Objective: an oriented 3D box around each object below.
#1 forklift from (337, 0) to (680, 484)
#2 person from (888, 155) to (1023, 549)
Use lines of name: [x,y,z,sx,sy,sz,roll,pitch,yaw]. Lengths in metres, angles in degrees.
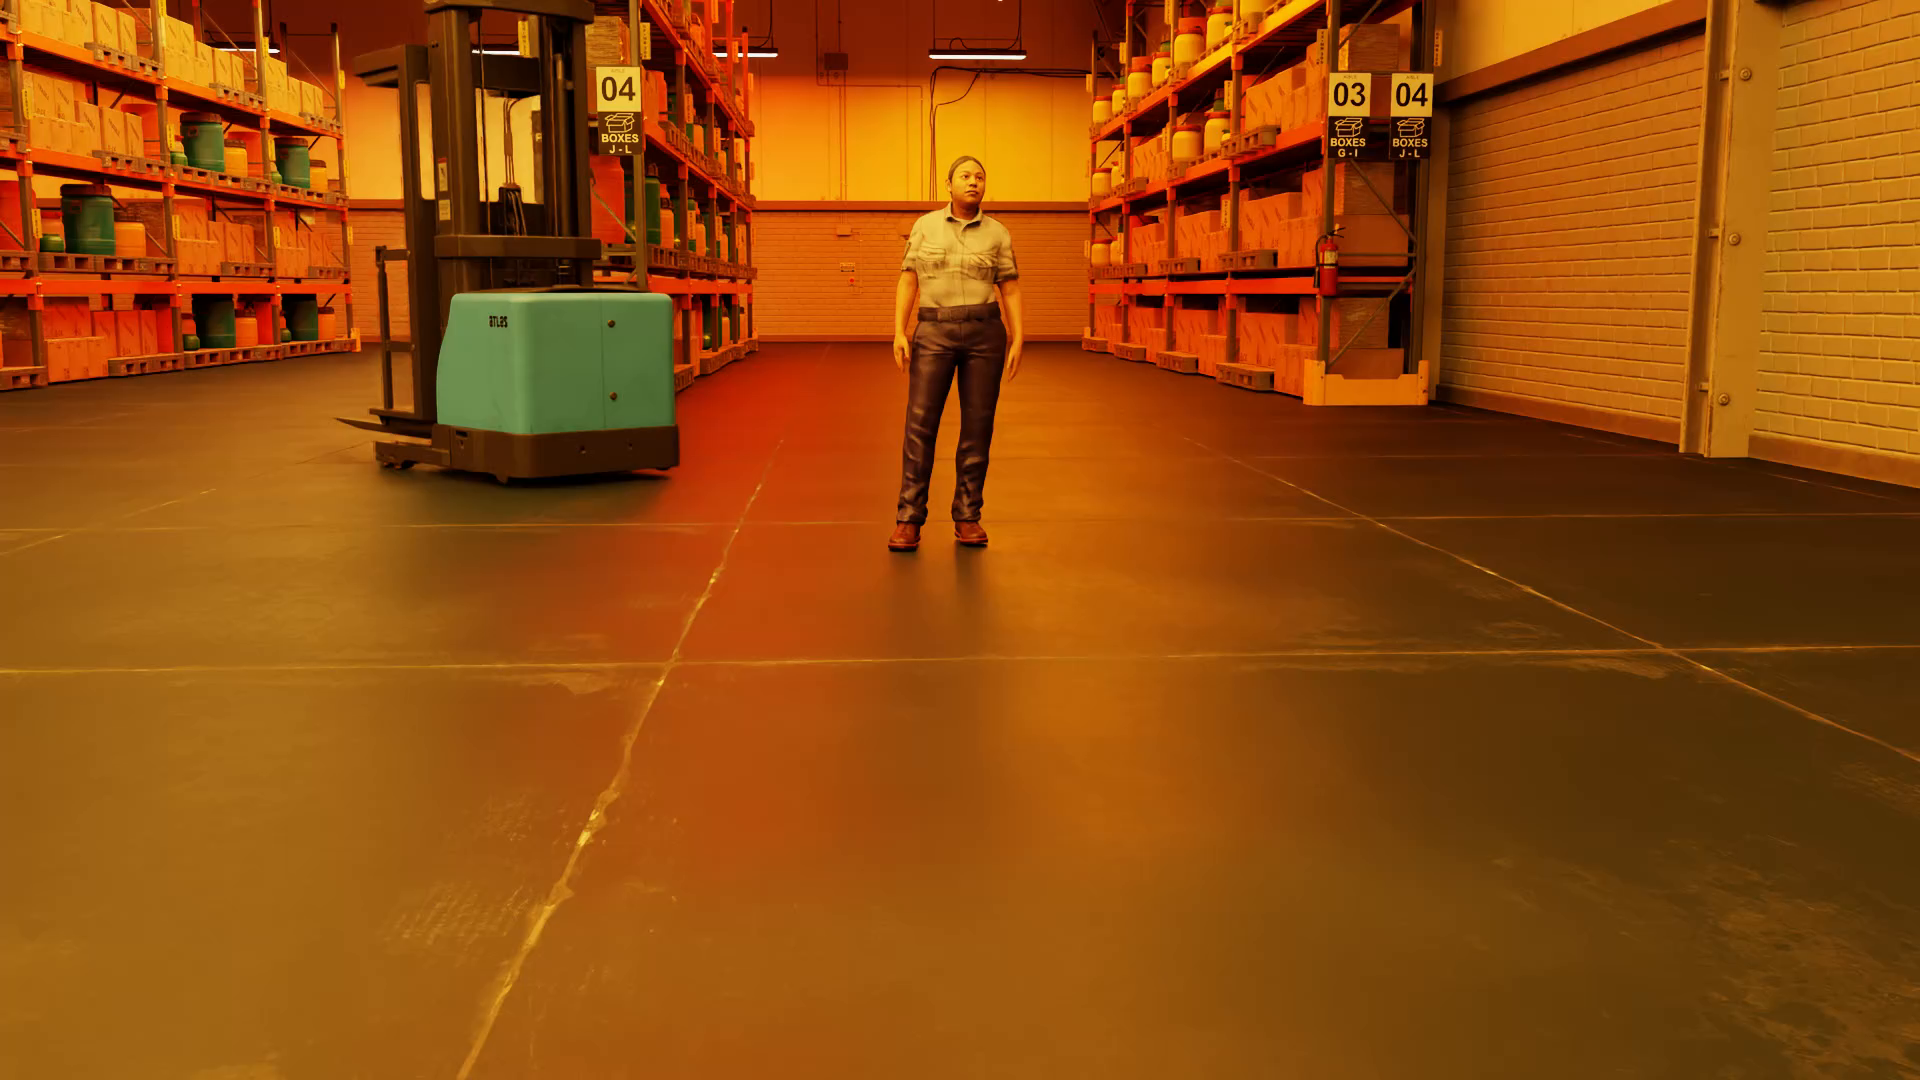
forklift: [-3.005,-1.927,10.308,1.130,2.935,3.031,-8,11,-41]
person: [-0.018,-0.803,7.098,0.598,1.641,0.502,-1,8,-4]
